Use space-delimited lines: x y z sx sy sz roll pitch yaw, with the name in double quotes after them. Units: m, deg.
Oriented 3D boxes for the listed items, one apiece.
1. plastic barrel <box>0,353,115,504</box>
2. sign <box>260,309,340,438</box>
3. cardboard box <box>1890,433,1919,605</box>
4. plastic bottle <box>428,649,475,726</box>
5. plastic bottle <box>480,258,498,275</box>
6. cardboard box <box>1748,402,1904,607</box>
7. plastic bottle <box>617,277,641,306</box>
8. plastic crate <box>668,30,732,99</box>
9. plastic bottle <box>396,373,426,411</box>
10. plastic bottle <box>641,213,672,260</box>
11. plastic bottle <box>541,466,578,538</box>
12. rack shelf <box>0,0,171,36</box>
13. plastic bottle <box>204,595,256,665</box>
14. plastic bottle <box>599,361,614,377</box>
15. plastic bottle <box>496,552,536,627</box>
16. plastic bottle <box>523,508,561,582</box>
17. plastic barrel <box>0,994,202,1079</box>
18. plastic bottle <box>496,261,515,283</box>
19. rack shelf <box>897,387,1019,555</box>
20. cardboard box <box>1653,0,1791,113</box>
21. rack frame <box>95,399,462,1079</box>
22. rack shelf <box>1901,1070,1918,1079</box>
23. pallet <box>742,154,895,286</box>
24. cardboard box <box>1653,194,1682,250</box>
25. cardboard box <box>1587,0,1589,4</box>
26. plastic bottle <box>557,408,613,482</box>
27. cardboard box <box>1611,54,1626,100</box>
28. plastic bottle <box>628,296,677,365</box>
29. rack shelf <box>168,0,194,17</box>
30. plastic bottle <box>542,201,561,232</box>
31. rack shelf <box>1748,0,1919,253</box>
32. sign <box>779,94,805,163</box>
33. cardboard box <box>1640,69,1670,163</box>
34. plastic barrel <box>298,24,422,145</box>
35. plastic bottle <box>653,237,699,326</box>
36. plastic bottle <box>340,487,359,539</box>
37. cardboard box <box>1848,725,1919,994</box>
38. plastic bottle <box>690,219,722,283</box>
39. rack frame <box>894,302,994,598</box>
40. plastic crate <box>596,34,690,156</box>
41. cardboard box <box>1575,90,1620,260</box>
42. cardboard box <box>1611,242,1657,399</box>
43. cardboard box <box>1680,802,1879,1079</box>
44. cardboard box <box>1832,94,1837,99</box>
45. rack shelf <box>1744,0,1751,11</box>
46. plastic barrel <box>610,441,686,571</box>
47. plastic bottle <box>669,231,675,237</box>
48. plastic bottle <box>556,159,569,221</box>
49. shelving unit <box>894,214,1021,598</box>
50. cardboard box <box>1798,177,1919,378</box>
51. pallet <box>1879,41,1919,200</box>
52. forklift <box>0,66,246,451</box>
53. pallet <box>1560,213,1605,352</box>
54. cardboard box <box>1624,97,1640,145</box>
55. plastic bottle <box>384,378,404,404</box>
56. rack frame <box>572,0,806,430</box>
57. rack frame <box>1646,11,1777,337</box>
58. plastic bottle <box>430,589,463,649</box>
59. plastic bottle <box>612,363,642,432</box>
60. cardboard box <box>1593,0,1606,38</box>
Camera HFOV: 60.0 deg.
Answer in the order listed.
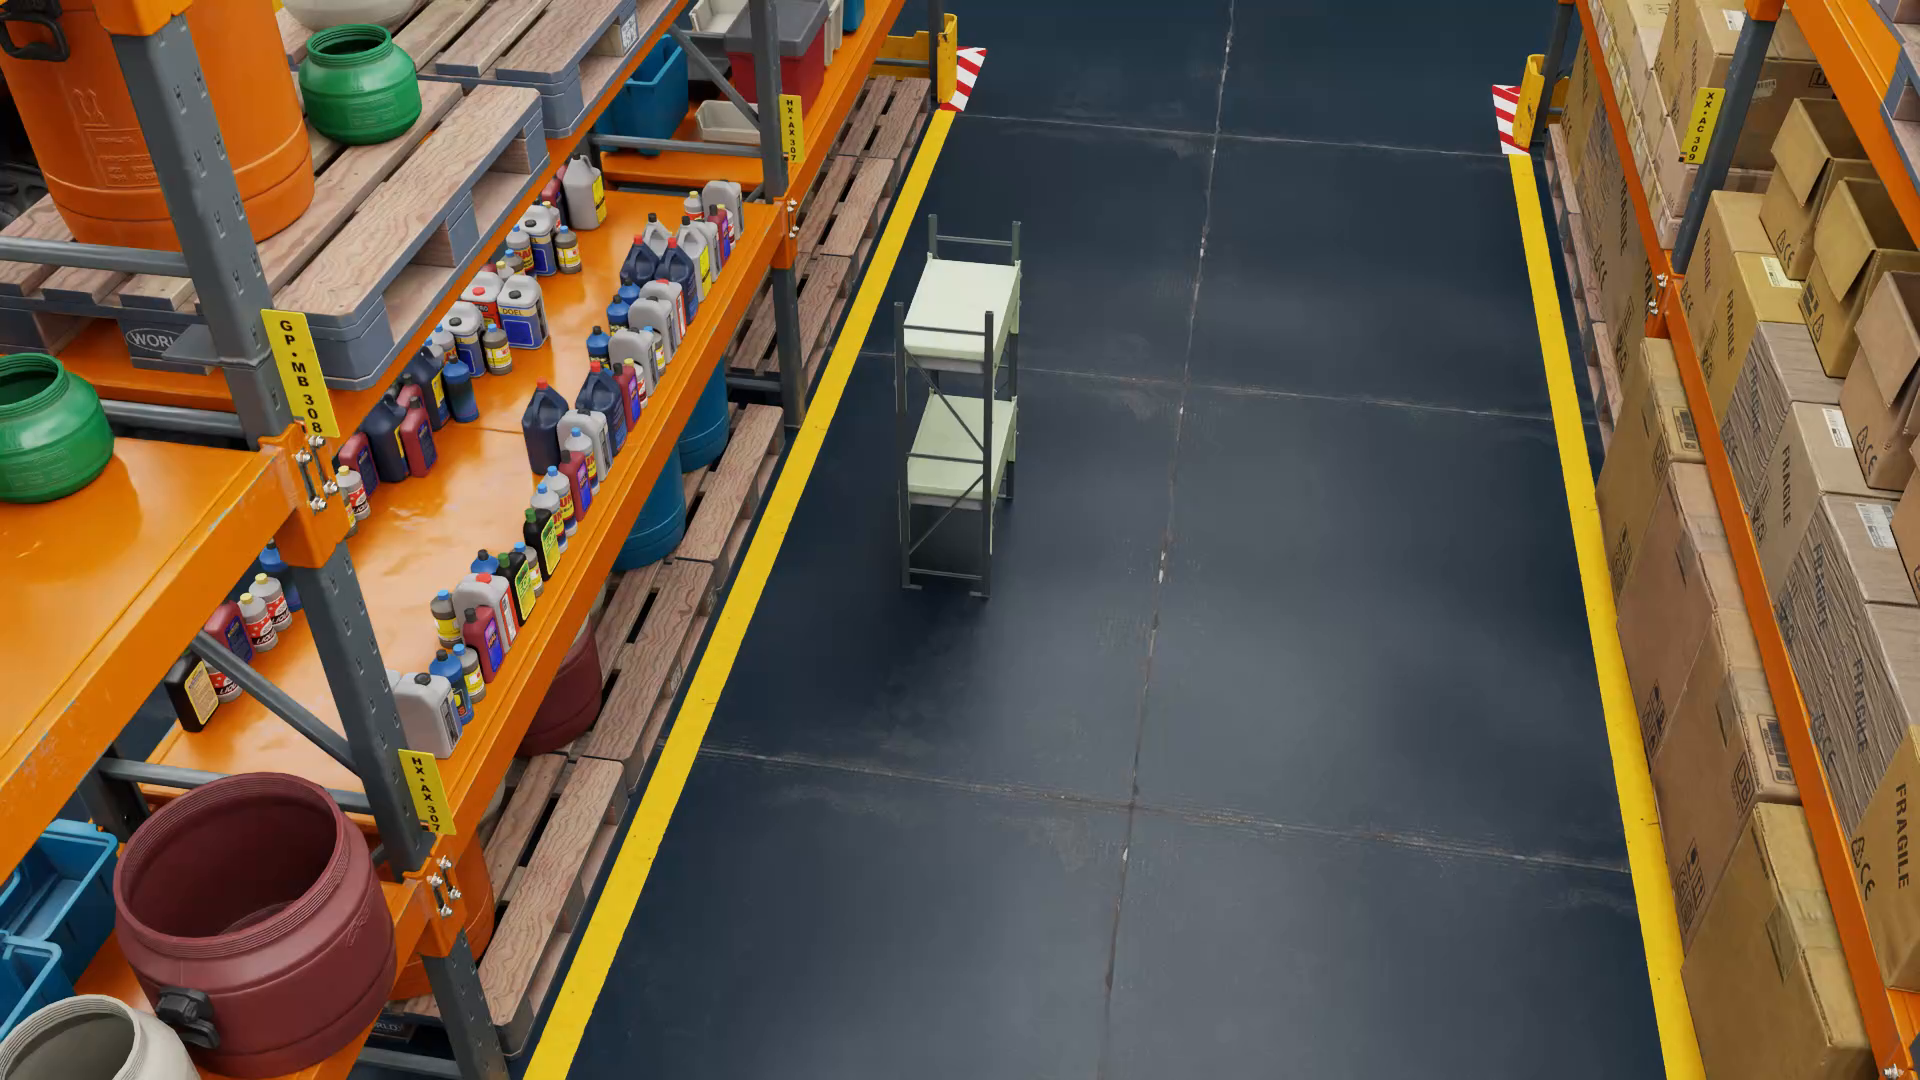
-1.985 -0.239 3.550 0.294 0.245 0.294 0 40 0 "plastic barrel"
-1.450 -0.363 3.660 0.100 0.325 0.005 6 40 8 "sign"
3.143 -0.048 4.685 0.797 0.503 0.637 7 40 9 "cardboard box"
-1.553 0.440 5.061 0.097 0.271 0.097 0 40 0 "plastic bottle"
-1.938 -1.028 6.828 0.061 0.283 0.133 6 40 8 "plastic bottle"
2.994 -0.091 5.524 0.500 0.500 0.500 7 40 9 "cardboard box"
-1.327 -0.938 6.728 0.097 0.271 0.097 0 40 0 "plastic bottle"
-6.571 -2.076 7.778 10.364 0.629 4.185 6 40 8 "plastic crate"
-2.030 -0.470 6.153 0.061 0.283 0.133 6 40 8 "plastic bottle"
-1.280 -1.198 6.980 0.144 0.351 0.185 6 40 8 "plastic bottle"
-1.393 -0.140 5.763 0.097 0.271 0.097 0 40 0 "plastic bottle"
-2.339 0.071 1.577 1.077 0.370 4.000 6 40 8 "rack shelf"
-2.303 0.296 5.227 0.061 0.283 0.133 6 40 8 "plastic bottle"
-1.341 -0.553 6.262 0.097 0.271 0.097 0 40 0 "plastic bottle"
-1.451 0.136 5.420 0.061 0.283 0.133 6 40 8 "plastic bottle"
-1.412 -0.009 5.595 0.061 0.283 0.133 6 40 8 "plastic bottle"
-1.961 1.323 3.805 0.421 0.512 0.421 0 40 0 "plastic barrel"
-1.900 -1.067 6.939 0.097 0.201 0.097 0 40 0 "plastic bottle"
-0.001 -0.323 7.572 0.431 0.370 0.720 6 40 8 "rack shelf"
3.484 -2.245 7.504 0.500 0.500 0.500 7 40 8 "cardboard box"
-1.990 0.697 4.650 0.949 2.616 0.053 6 40 8 "rack frame"
2.539 2.775 2.701 1.077 0.370 4.000 6 40 8 "rack shelf"
-1.003 -1.973 10.067 1.003 0.211 1.213 6 40 8 "pallet"
3.308 -1.398 7.381 0.380 0.149 0.250 7 40 8 "cardboard box"
3.796 -3.173 9.528 0.380 0.149 0.250 6 40 7 "cardboard box"
-1.360 -0.362 6.028 0.152 0.276 0.135 6 40 8 "plastic bottle"
3.575 -2.365 8.550 0.380 0.149 0.250 7 40 8 "cardboard box"
-1.224 -0.853 6.622 0.152 0.276 0.135 6 40 8 "plastic bottle"
-1.647 -2.439 4.614 1.077 0.370 4.000 6 40 8 "rack shelf"
-1.809 -1.396 7.337 0.097 0.201 0.097 0 40 0 "plastic bottle"
3.231 -0.891 4.781 1.077 0.370 4.000 6 40 8 "rack shelf"
-0.759 -1.859 7.524 0.100 0.325 0.005 6 40 8 "sign"
3.483 -1.956 7.742 0.500 0.250 0.500 8 40 9 "cardboard box"
-1.583 -1.201 4.384 0.294 0.245 0.294 0 40 0 "plastic barrel"
-1.170 -1.066 6.821 0.144 0.351 0.185 6 40 8 "plastic bottle"
-2.164 -0.110 5.781 0.097 0.201 0.097 0 40 0 "plastic bottle"
2.727 0.867 4.366 0.500 0.500 0.500 8 40 9 "cardboard box"
-1.114 -1.254 7.107 0.152 0.276 0.135 6 40 8 "plastic bottle"
-0.064 -0.344 7.086 0.400 1.500 0.023 6 40 8 "rack frame"
-1.556 -2.161 8.072 0.392 0.384 0.575 6 40 8 "plastic crate"
4.080 -2.139 9.418 0.875 0.875 0.875 6 40 8 "cardboard box"
3.770 -1.016 8.060 0.875 0.875 0.875 6 40 8 "cardboard box"
3.025 1.469 5.054 1.225 0.875 0.875 5 40 6 "cardboard box"
3.912 -1.886 7.070 0.500 0.500 0.500 6 40 8 "cardboard box"
3.924 -3.402 7.818 1.077 0.370 4.000 6 40 8 "rack shelf"
-1.534 -0.383 7.273 0.600 0.901 0.708 6 40 8 "plastic barrel"
-1.240 -1.227 7.133 0.097 0.201 0.097 0 40 0 "plastic bottle"
-1.784 -1.586 7.502 0.061 0.283 0.133 6 40 8 "plastic bottle"
-0.001 -0.574 7.364 0.431 1.500 0.755 6 40 8 "shelving unit"
3.345 -0.862 5.669 0.797 0.503 0.637 7 40 8 "cardboard box"
3.135 -0.953 4.439 1.003 0.211 1.213 8 40 10 "pallet"
-4.010 -1.300 7.119 1.121 2.935 3.031 13 41 16 "forklift"
3.995 -1.429 9.410 1.003 0.211 1.213 6 40 8 "pallet"
3.485 -2.044 8.163 0.380 0.149 0.250 7 40 9 "cardboard box"
-2.090 -0.476 6.161 0.061 0.283 0.133 6 40 8 "plastic bottle"
-1.301 -1.814 7.687 1.000 3.000 0.127 6 40 8 "rack frame"
3.577 -1.268 7.026 1.000 3.000 0.127 6 40 8 "rack frame"
-1.646 0.245 5.353 0.097 0.201 0.097 0 40 0 "plastic bottle"
-1.260 -0.560 6.262 0.061 0.283 0.133 6 40 8 "plastic bottle"
3.707 -2.850 9.137 0.380 0.149 0.250 6 40 7 "cardboard box"
